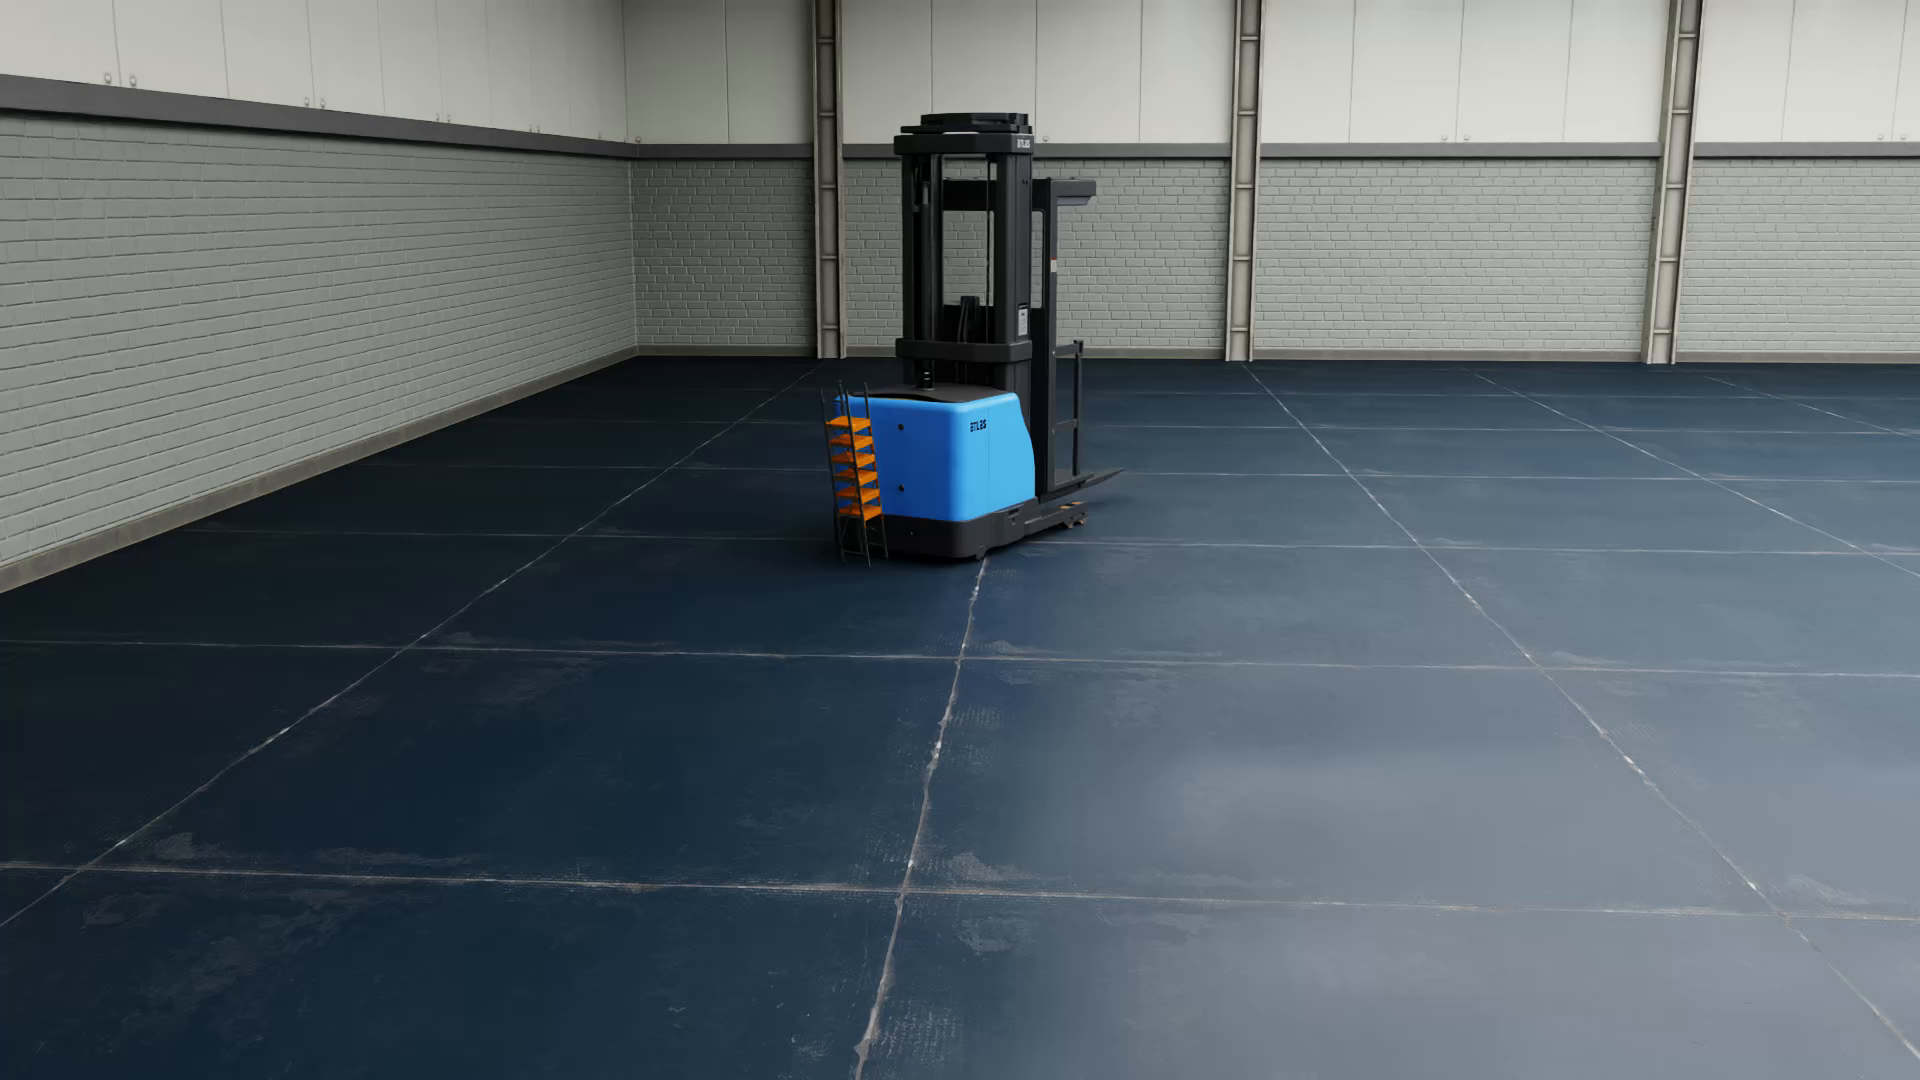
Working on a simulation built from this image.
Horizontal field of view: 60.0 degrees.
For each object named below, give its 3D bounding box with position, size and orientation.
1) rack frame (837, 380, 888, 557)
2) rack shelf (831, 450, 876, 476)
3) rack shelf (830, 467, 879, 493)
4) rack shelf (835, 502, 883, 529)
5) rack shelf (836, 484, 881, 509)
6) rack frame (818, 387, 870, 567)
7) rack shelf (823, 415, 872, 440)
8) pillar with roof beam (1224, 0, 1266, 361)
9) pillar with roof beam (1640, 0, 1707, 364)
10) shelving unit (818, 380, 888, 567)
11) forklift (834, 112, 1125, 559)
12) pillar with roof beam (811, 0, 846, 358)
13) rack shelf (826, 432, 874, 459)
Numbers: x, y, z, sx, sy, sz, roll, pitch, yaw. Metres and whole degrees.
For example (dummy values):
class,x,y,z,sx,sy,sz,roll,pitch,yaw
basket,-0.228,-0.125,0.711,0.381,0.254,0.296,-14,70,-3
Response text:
class,x,y,z,sx,sy,sz,roll,pitch,yaw
rack frame,-0.639,-0.461,10.930,0.240,1.200,0.006,9,25,37
rack shelf,-0.702,-0.502,10.838,0.258,0.103,0.180,9,25,37
rack shelf,-0.689,-0.390,10.878,0.258,0.103,0.180,9,25,37
rack shelf,-0.664,-0.165,10.958,0.258,0.103,0.180,9,25,37
rack shelf,-0.677,-0.278,10.918,0.258,0.103,0.180,9,25,37
rack frame,-0.749,-0.402,10.797,0.240,1.200,0.006,9,25,37
rack shelf,-0.727,-0.727,10.758,0.258,0.103,0.180,9,25,37
pillar with roof beam,3.791,-6.166,19.267,0.400,9.000,9.100,1,12,4
pillar with roof beam,9.777,-6.084,18.874,0.400,9.000,9.100,1,12,4
shelving unit,-0.694,-0.432,10.863,0.258,1.200,0.189,9,25,37
forklift,0.302,-1.563,12.081,1.130,2.935,3.031,7,13,29
pillar with roof beam,-2.196,-6.248,19.659,0.400,9.000,9.100,1,12,4
rack shelf,-0.714,-0.615,10.798,0.258,0.103,0.180,9,25,37
